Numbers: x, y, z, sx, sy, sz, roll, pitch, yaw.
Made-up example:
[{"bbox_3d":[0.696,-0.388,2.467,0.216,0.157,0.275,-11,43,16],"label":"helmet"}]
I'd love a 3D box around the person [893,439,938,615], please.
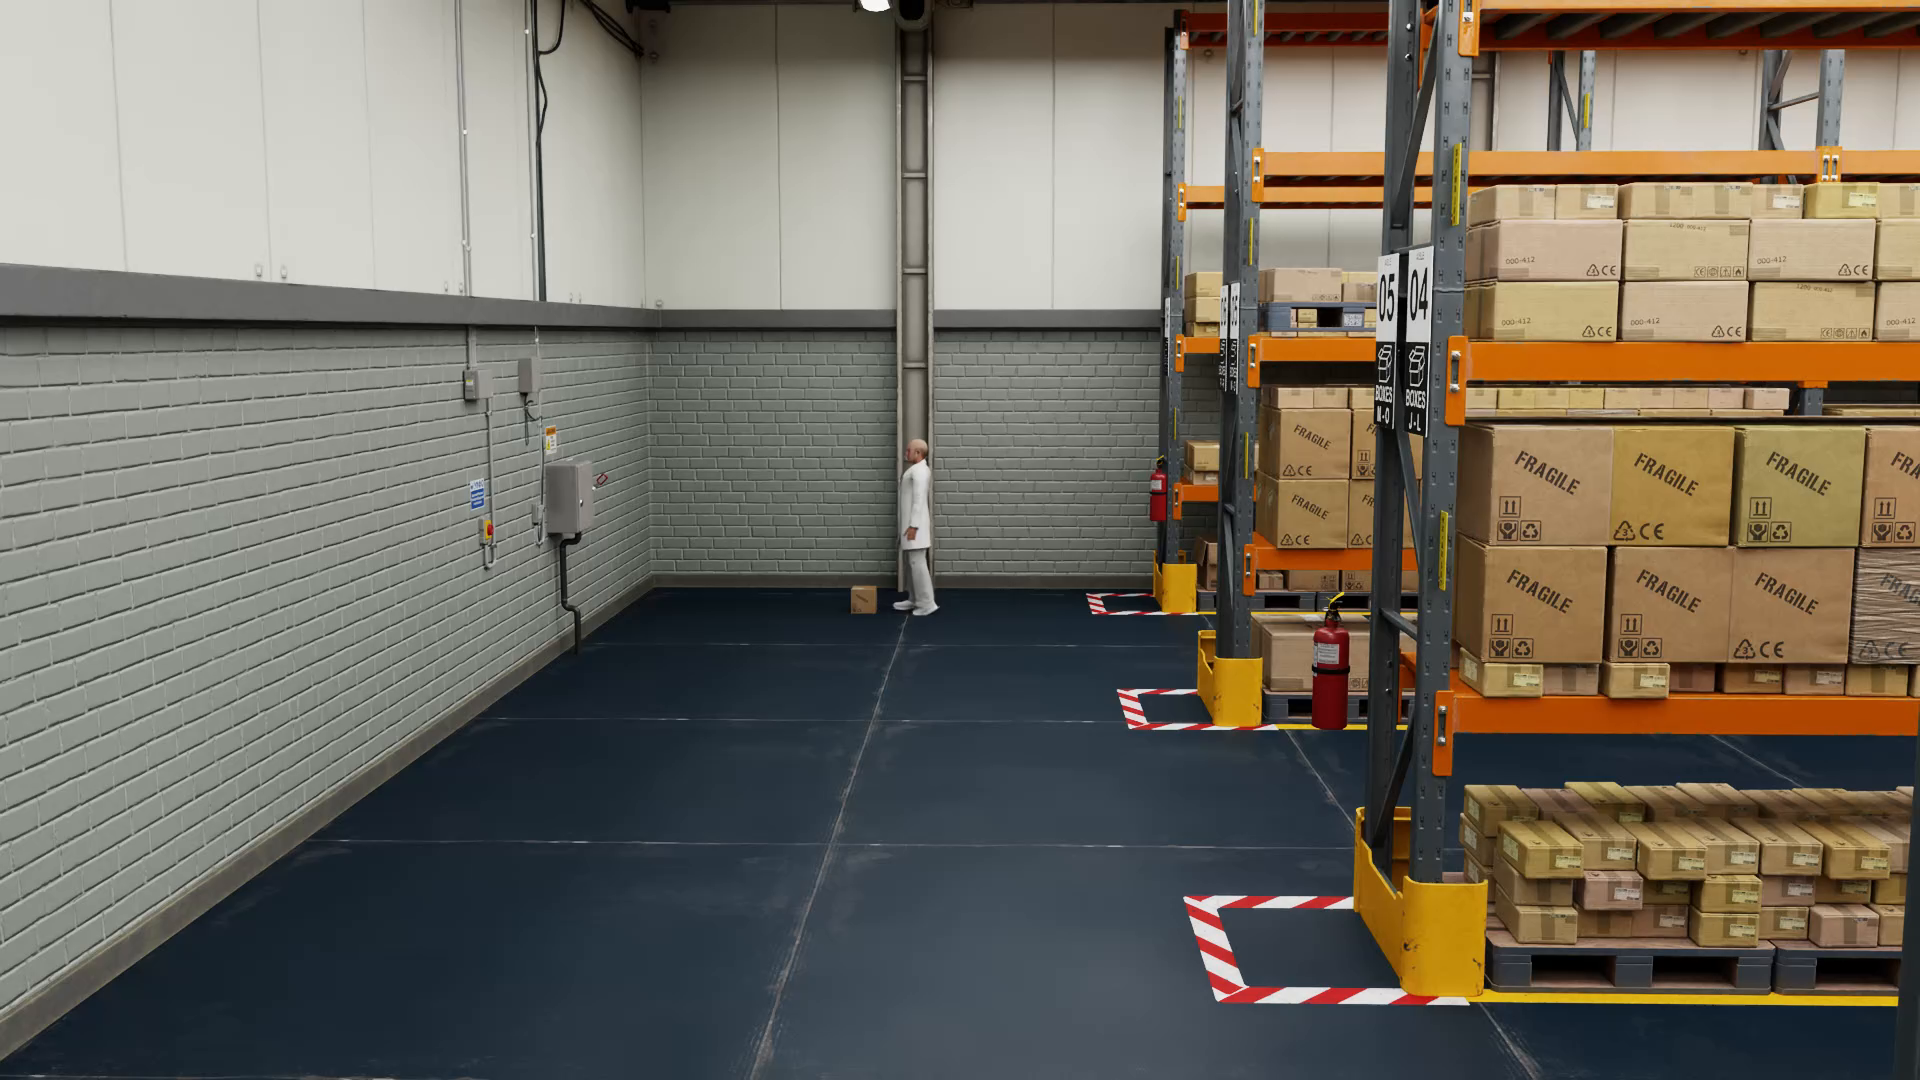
[{"bbox_3d":[-0.460,-0.108,16.974,0.480,1.848,0.573,0,7,2],"label":"person"}]
